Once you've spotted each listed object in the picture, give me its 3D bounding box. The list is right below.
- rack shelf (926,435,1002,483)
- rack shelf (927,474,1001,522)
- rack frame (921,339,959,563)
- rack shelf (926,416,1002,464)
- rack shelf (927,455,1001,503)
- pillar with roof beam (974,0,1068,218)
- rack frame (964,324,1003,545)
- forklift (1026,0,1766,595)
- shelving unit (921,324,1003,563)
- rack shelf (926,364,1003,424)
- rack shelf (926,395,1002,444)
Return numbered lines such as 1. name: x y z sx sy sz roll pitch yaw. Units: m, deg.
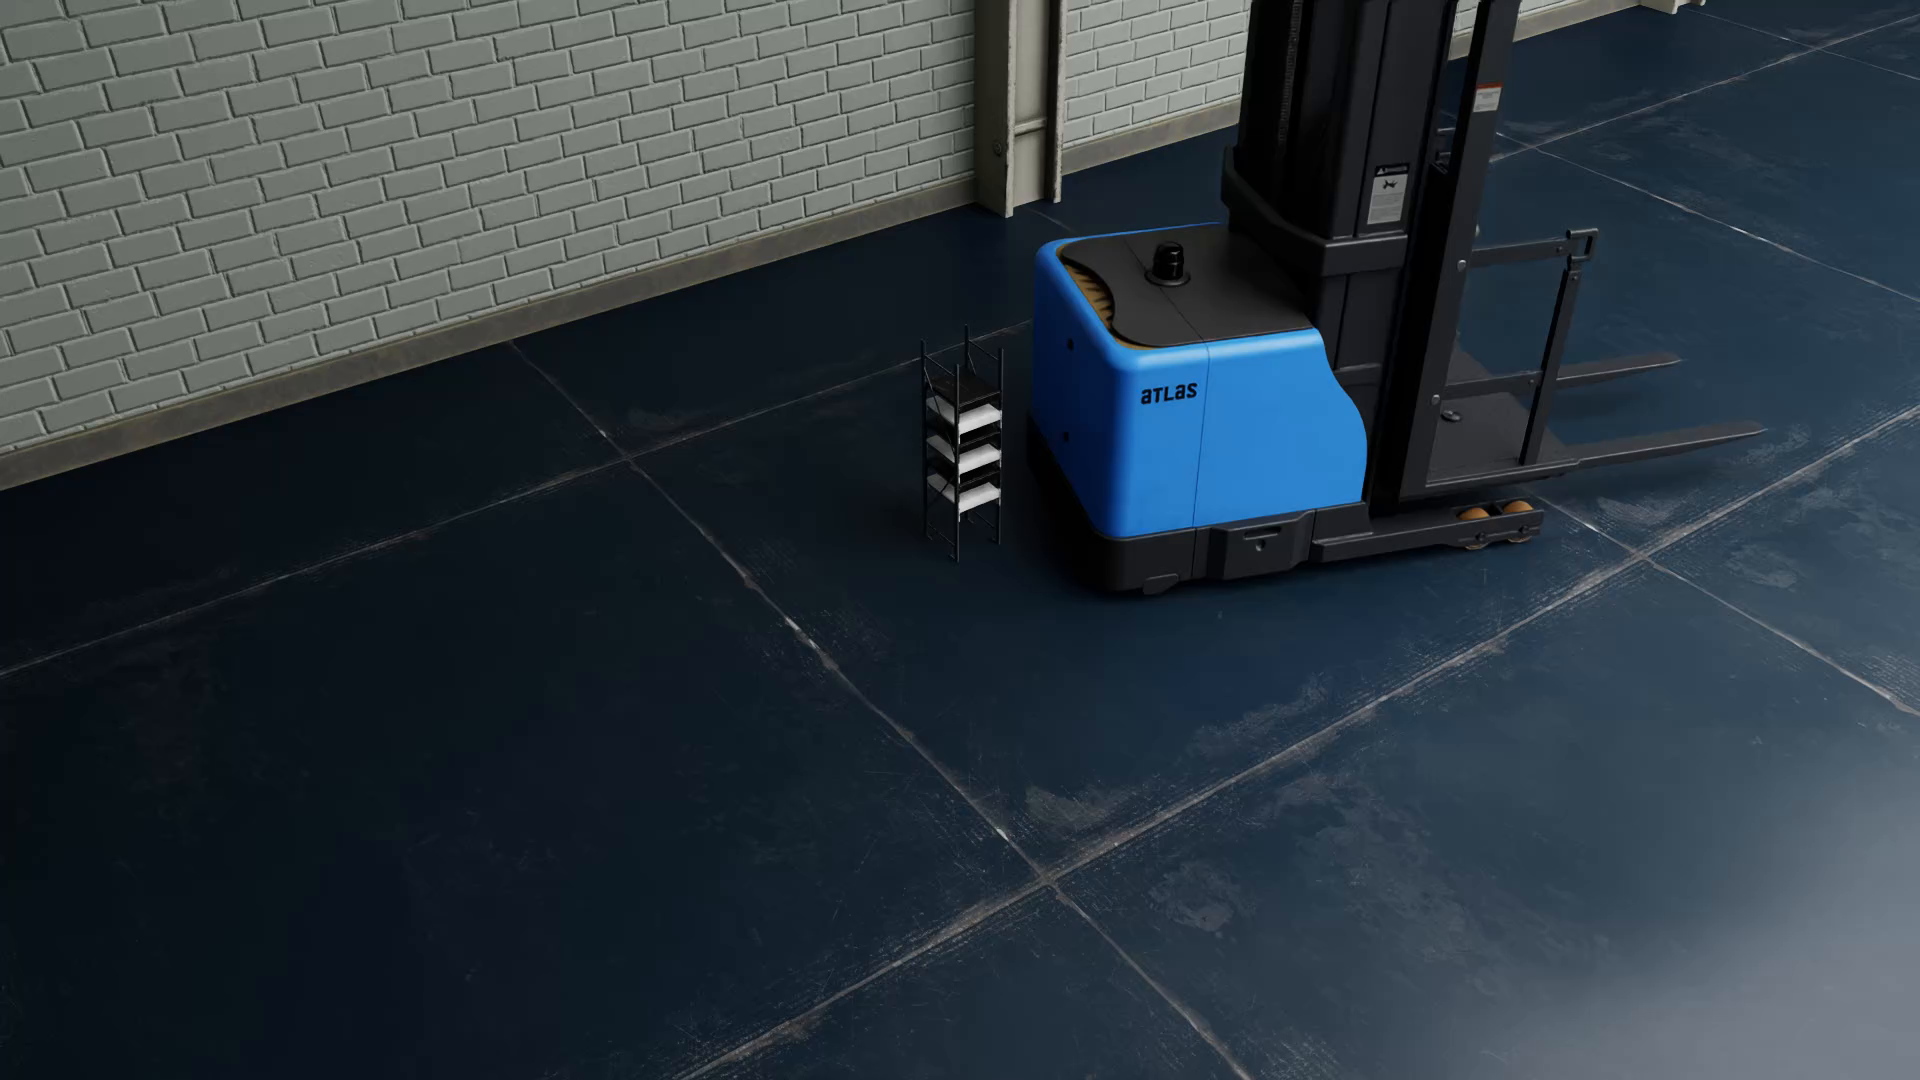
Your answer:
1. rack shelf: 0.007 -0.341 6.511 0.200 0.077 0.258 -22 41 -28
2. rack shelf: 0.007 -0.195 6.616 0.200 0.077 0.258 -22 41 -28
3. rack frame: -0.076 -0.334 6.443 0.006 0.900 0.240 -22 41 -28
4. rack shelf: 0.007 -0.414 6.458 0.200 0.077 0.258 -22 41 -28
5. rack shelf: 0.007 -0.268 6.563 0.200 0.077 0.258 -22 41 -28
6. pillar with roof beam: 2.805 -3.528 3.948 0.400 9.000 9.100 -22 41 -28
7. rack frame: 0.090 -0.402 6.539 0.006 0.900 0.240 -22 41 -28
8. forklift: 1.857 -1.441 6.243 3.031 2.935 1.130 -9 37 -12
9. shelving unit: 0.007 -0.368 6.491 0.210 0.900 0.258 -22 41 -28
10. rack shelf: 0.007 -0.560 6.353 0.200 0.077 0.258 -22 41 -28
11. rack shelf: 0.007 -0.487 6.405 0.200 0.077 0.258 -22 41 -28
